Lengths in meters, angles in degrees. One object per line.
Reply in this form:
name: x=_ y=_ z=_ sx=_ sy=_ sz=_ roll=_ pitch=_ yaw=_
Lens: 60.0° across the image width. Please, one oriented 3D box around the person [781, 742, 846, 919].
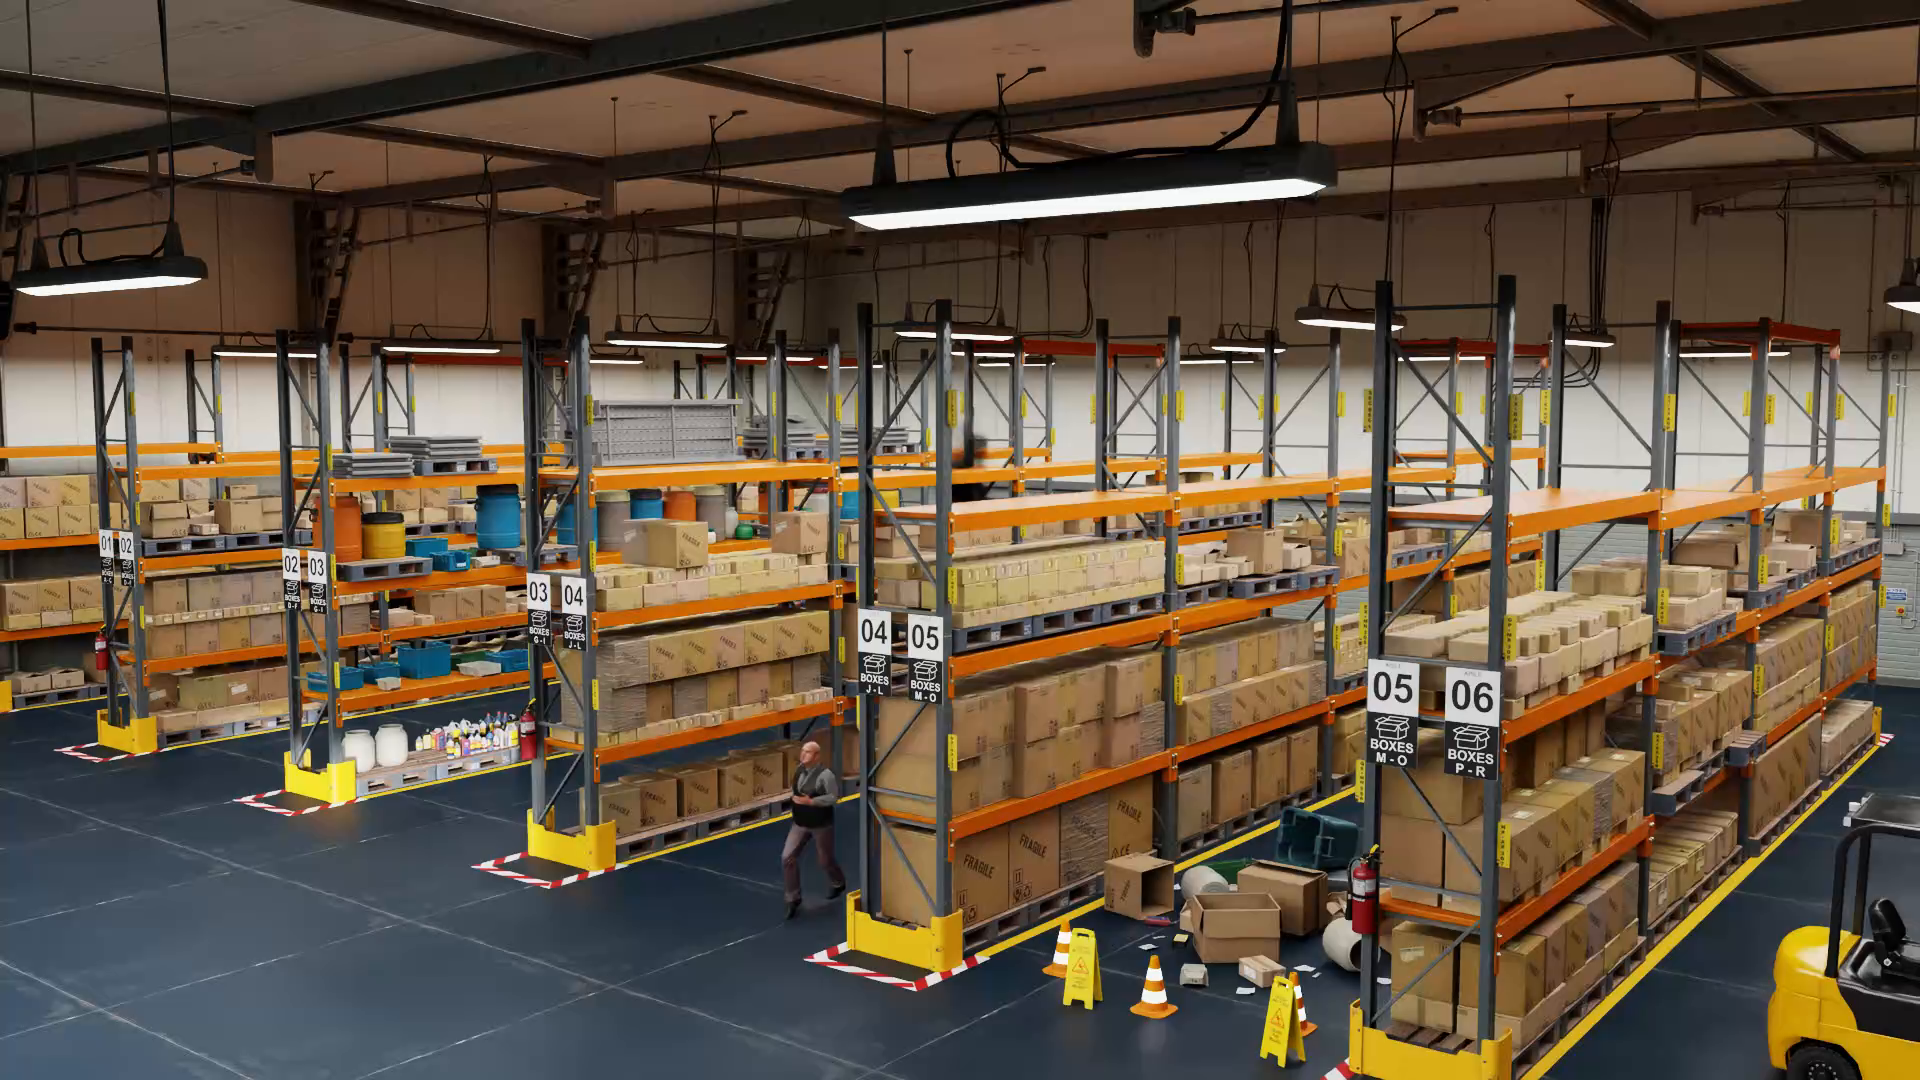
person: x=-1.416 y=2.879 z=16.637 sx=0.631 sy=1.777 sz=0.830 roll=3 pitch=6 yaw=31
